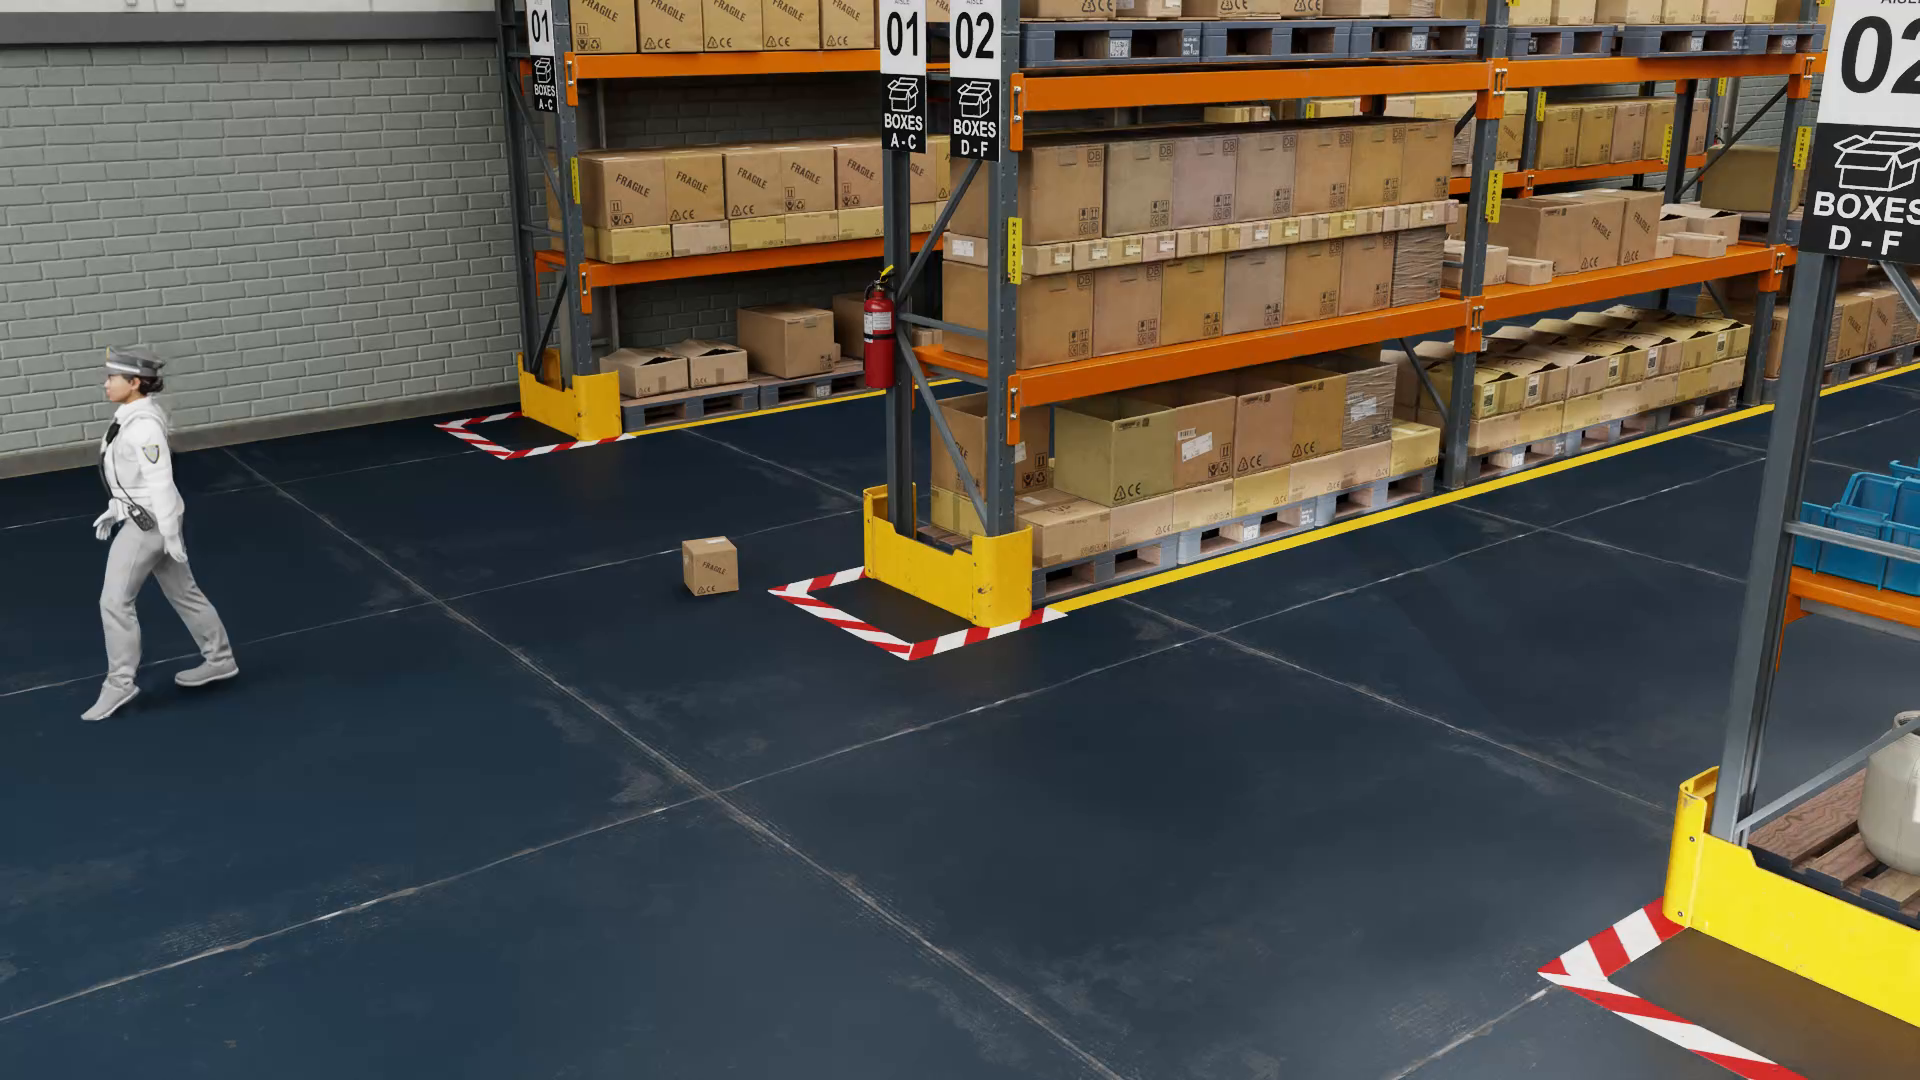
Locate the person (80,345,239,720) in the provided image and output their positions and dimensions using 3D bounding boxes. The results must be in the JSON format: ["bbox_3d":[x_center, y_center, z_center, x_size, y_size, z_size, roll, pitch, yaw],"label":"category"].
[{"bbox_3d":[-3.810,-0.047,7.692,0.688,1.737,0.503,-7,19,-22],"label":"person"}]
